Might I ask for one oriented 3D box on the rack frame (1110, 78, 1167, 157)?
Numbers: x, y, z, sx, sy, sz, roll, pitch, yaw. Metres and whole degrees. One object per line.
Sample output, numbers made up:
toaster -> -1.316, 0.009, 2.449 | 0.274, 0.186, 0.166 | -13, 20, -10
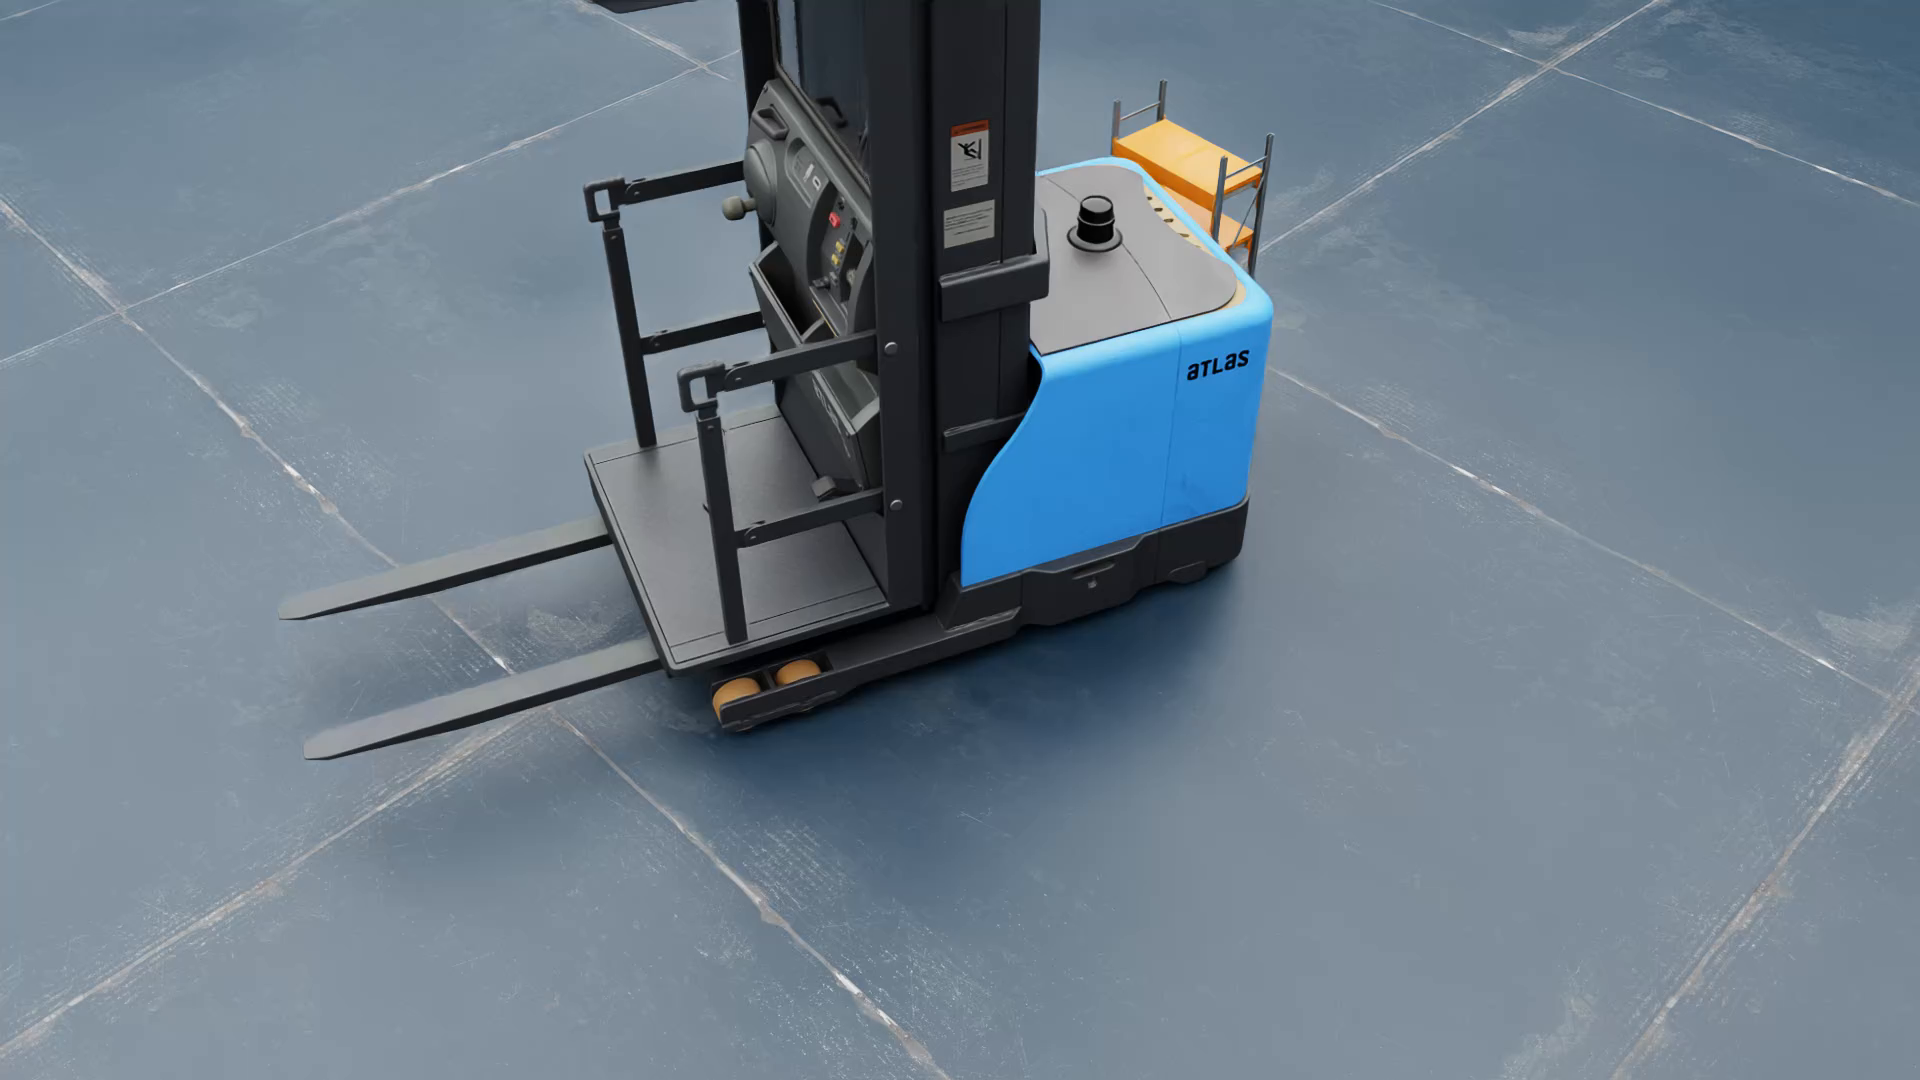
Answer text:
rack frame -> 0.612, -1.083, 6.038 | 0.240, 1.200, 0.015 | -30, 50, -28

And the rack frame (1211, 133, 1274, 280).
rack frame -> 0.927, -0.830, 5.764 | 0.240, 1.200, 0.015 | -30, 50, -28

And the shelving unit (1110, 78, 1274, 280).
shelving unit -> 0.770, -0.956, 5.901 | 0.258, 1.200, 0.503 | -30, 50, -28

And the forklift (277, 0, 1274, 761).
forklift -> -0.609, -0.899, 4.564 | 3.031, 2.935, 1.130 | -16, 45, -17

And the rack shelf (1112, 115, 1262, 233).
rack shelf -> 0.770, -1.245, 5.634 | 0.258, 0.148, 0.480 | -30, 50, -28

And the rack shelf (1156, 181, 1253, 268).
rack shelf -> 0.770, -1.071, 5.795 | 0.258, 0.148, 0.480 | -30, 50, -28
